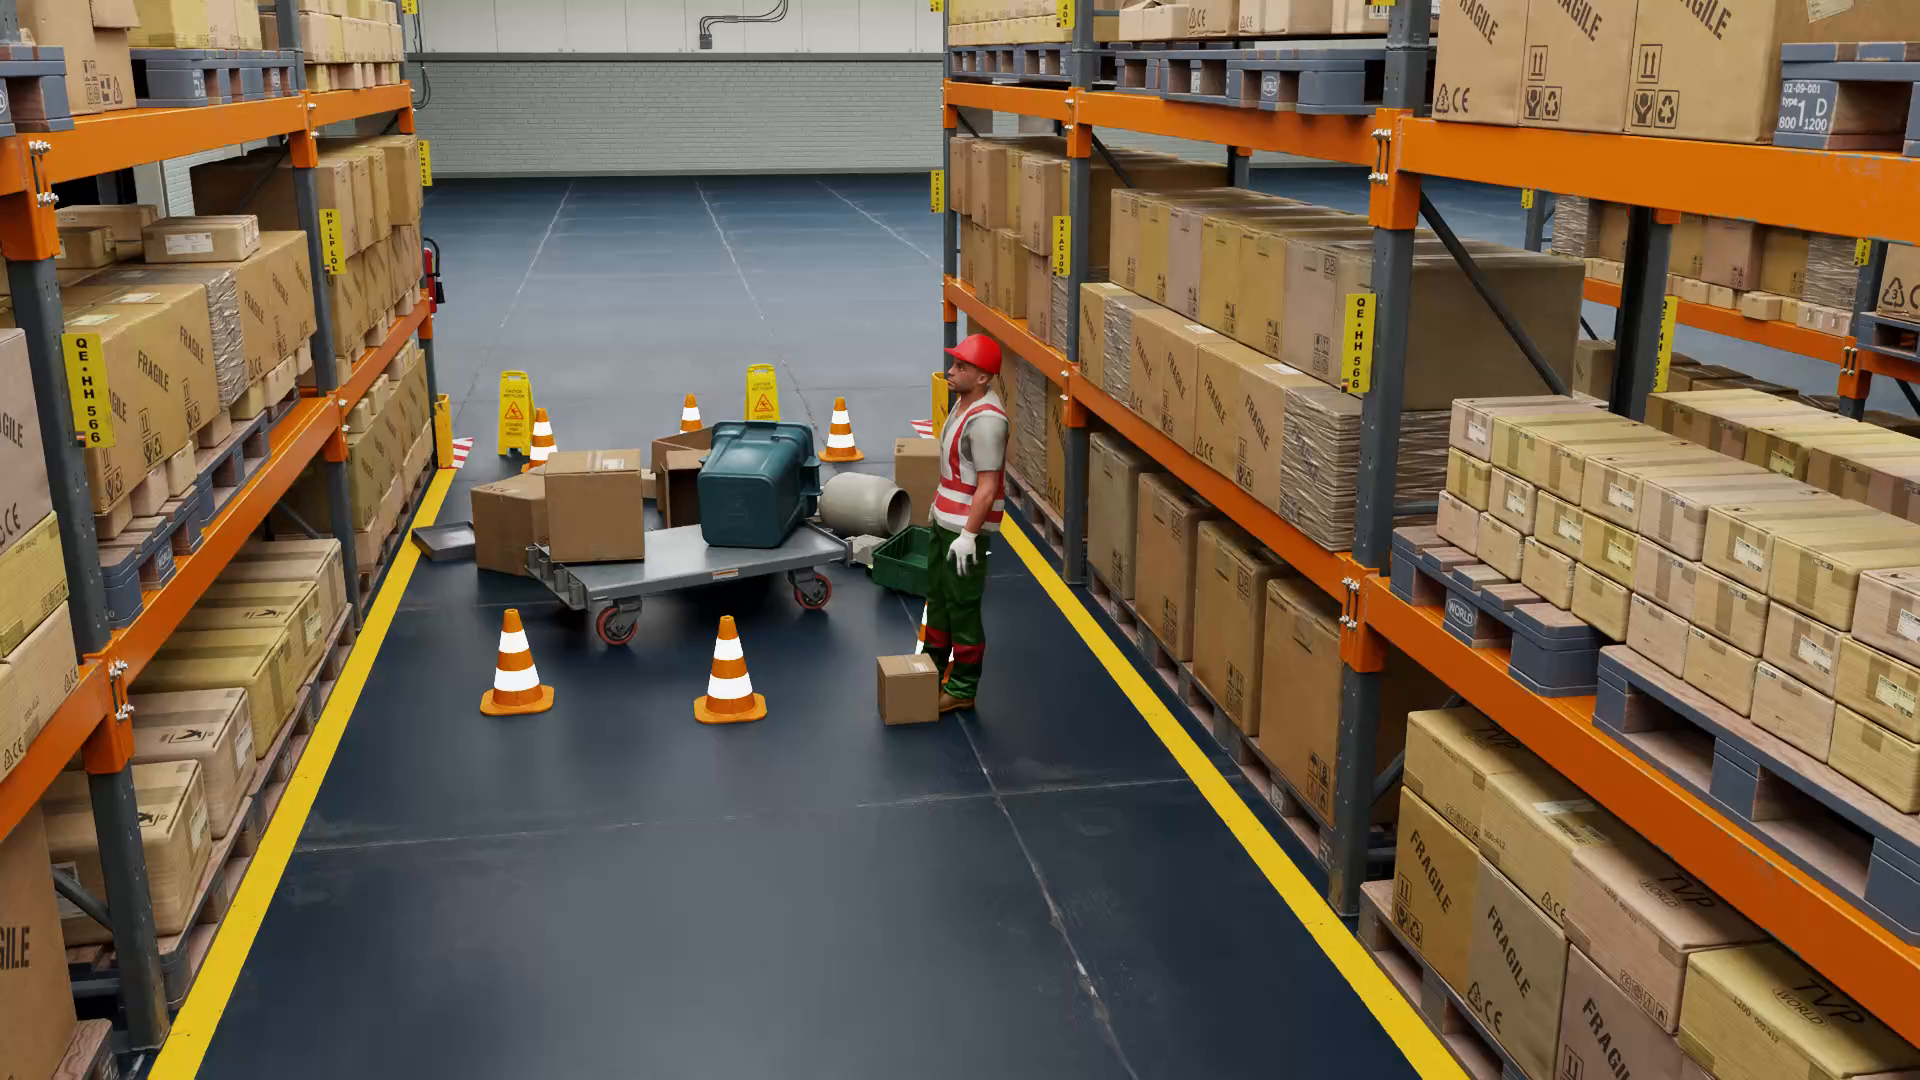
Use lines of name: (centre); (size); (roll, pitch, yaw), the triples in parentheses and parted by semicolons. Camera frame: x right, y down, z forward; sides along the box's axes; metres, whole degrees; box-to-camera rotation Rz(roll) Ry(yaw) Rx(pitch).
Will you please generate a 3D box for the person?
person: (-0.065, -0.064, 7.681); (0.562, 1.789, 0.638); (-3, 16, -10)
